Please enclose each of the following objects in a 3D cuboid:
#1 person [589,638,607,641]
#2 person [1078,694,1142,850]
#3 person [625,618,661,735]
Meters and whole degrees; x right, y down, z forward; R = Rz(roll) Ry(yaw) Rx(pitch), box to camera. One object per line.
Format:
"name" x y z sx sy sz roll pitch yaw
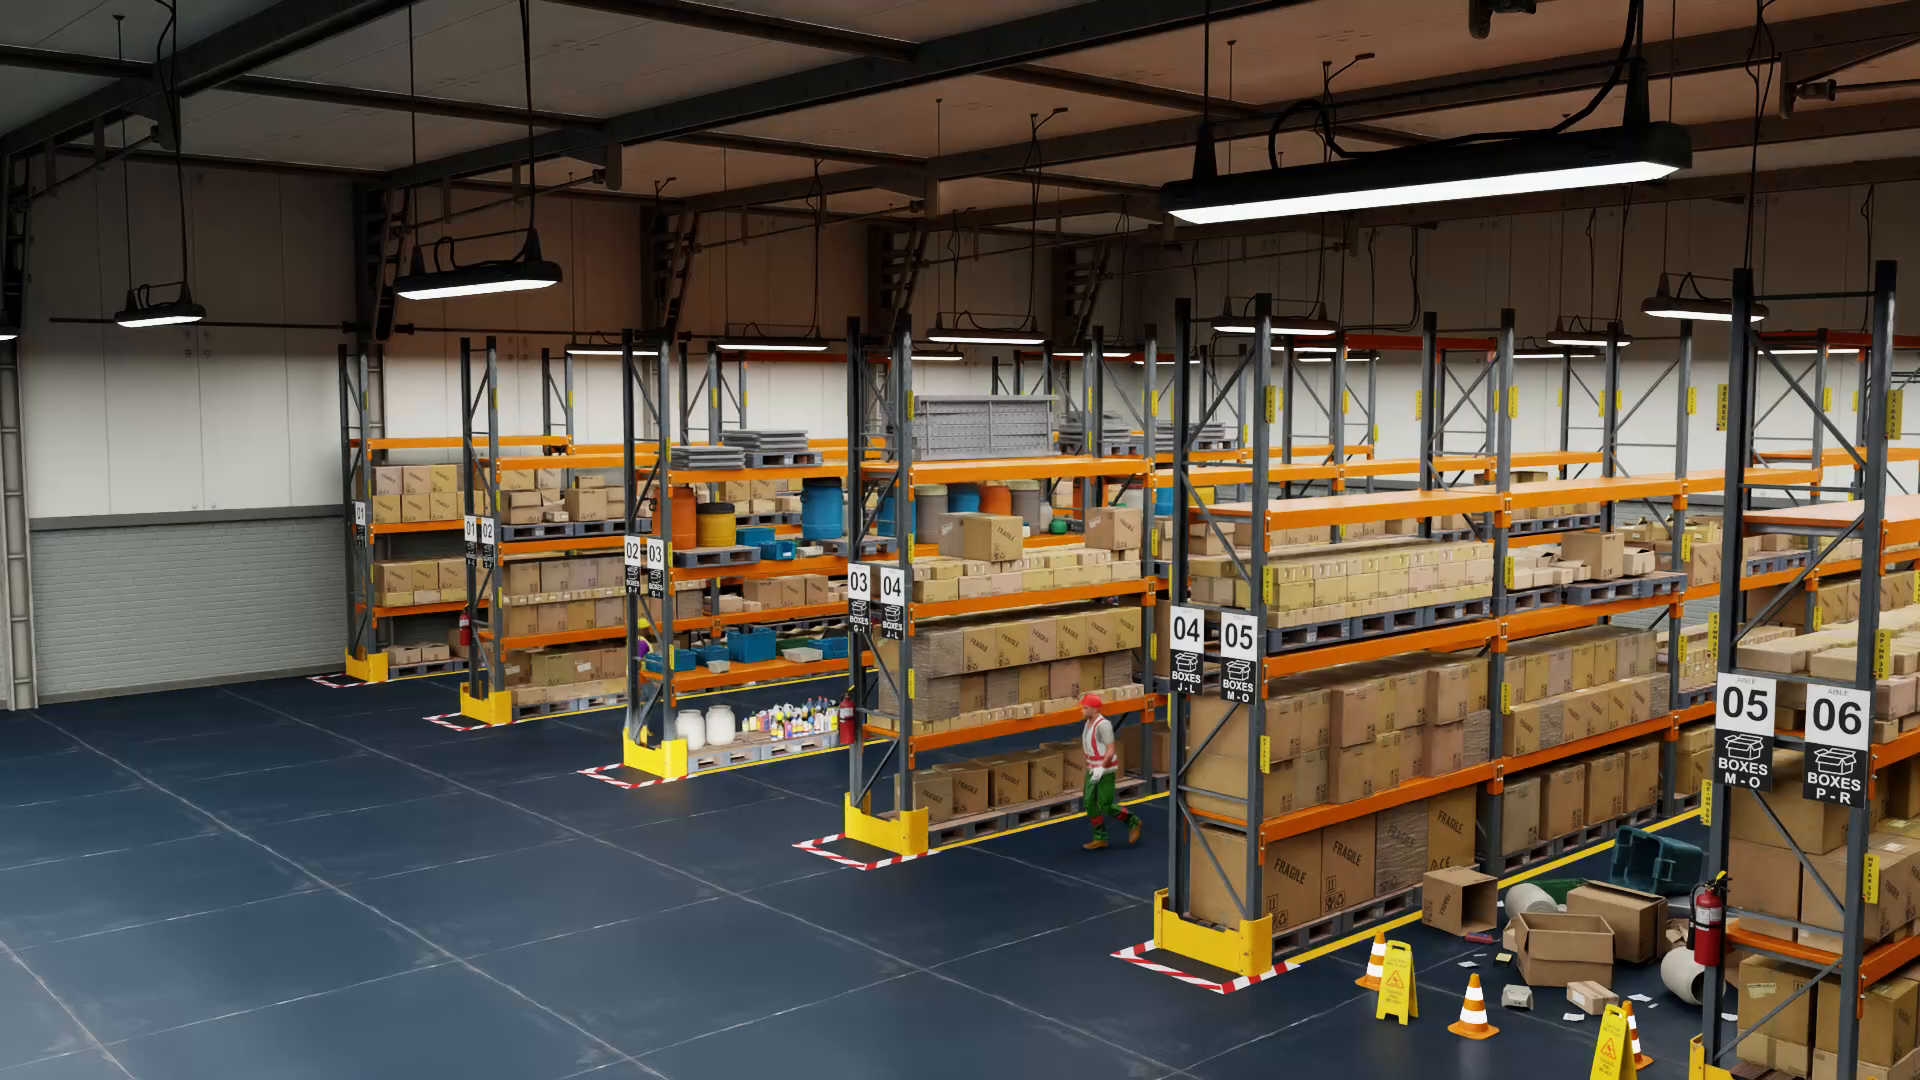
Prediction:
"person" -6.644 1.508 31.156 0.667 1.763 0.753 5 7 42
"person" 1.687 2.606 18.864 0.738 1.757 0.595 -2 6 -23
"person" -4.798 2.042 24.920 0.527 1.745 0.597 -3 6 -31
